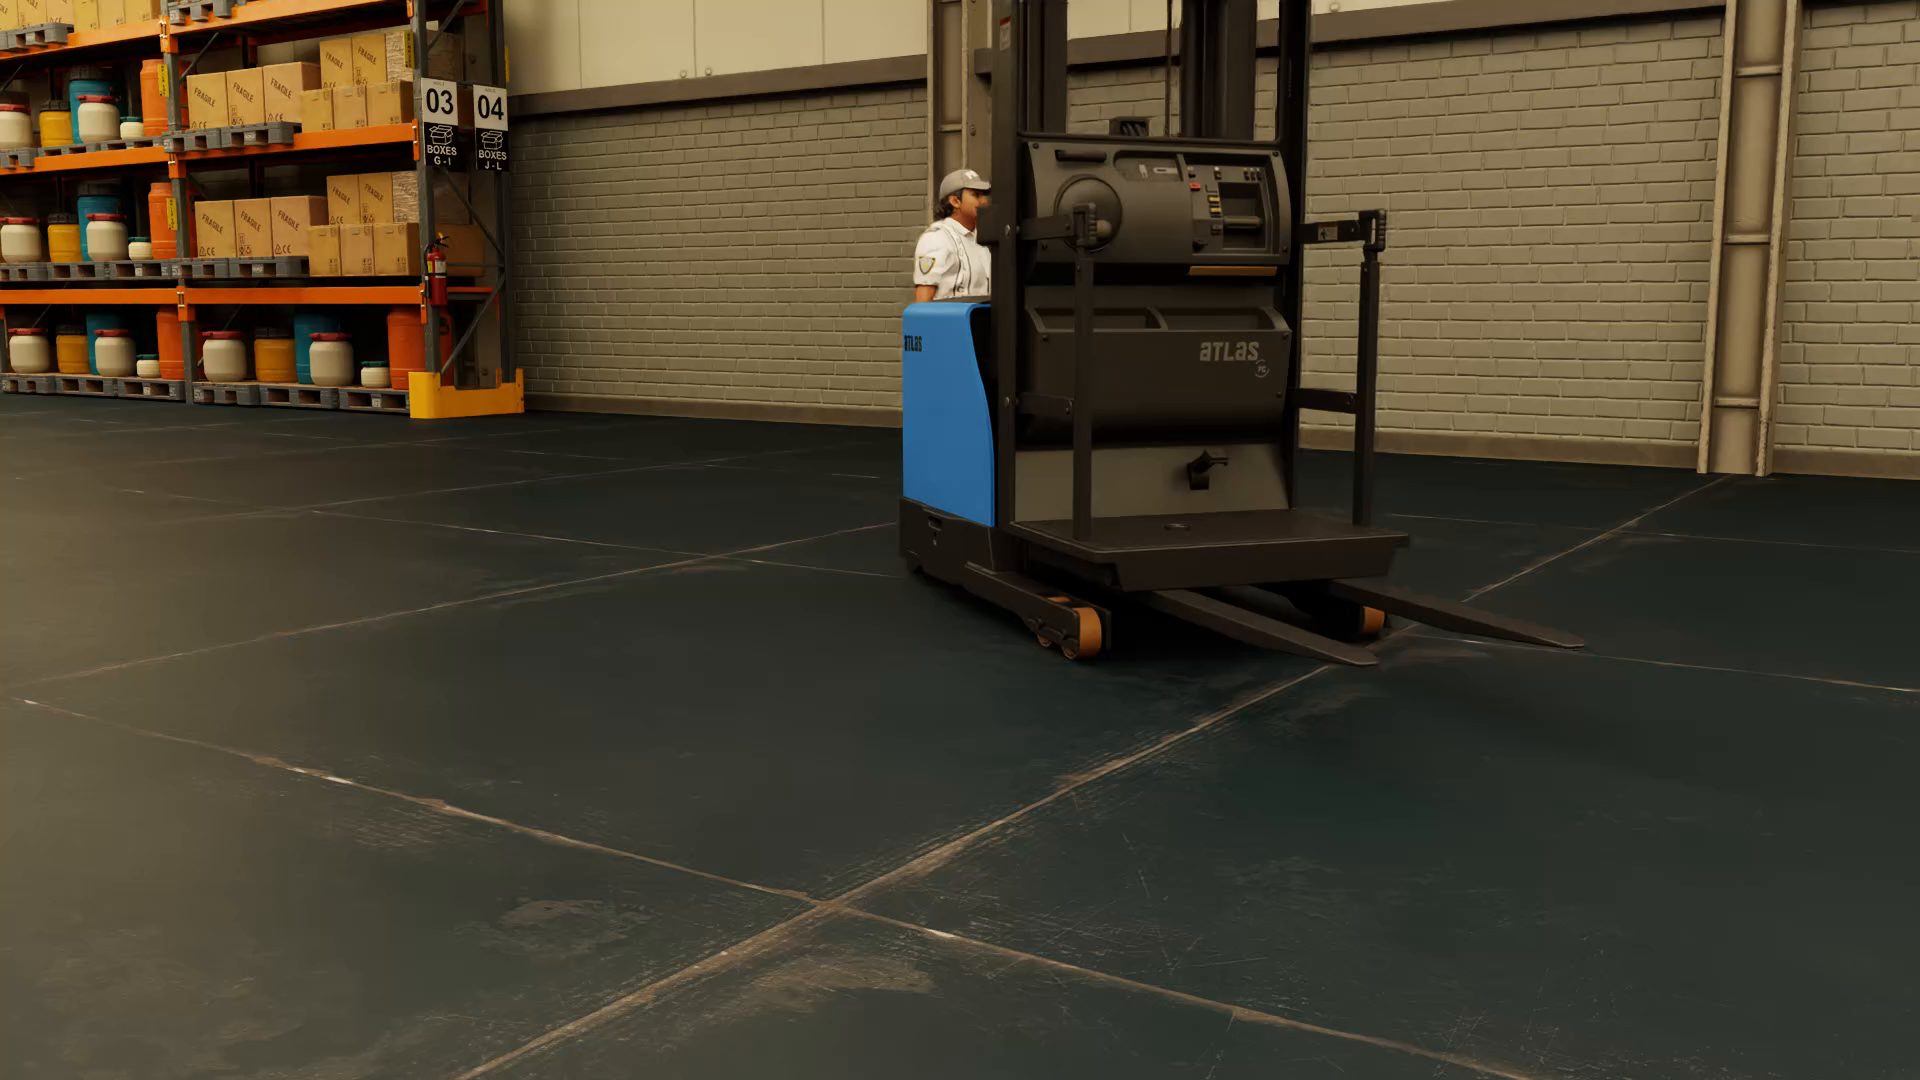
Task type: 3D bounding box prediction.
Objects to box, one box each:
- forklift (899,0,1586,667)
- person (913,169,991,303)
[{"bbox_3d":[0.740,-1.151,5.289,1.130,2.935,3.031,-3,9,-20],"label":"forklift"},{"bbox_3d":[0.077,-0.814,7.433,0.525,1.669,0.621,6,10,35],"label":"person"}]
